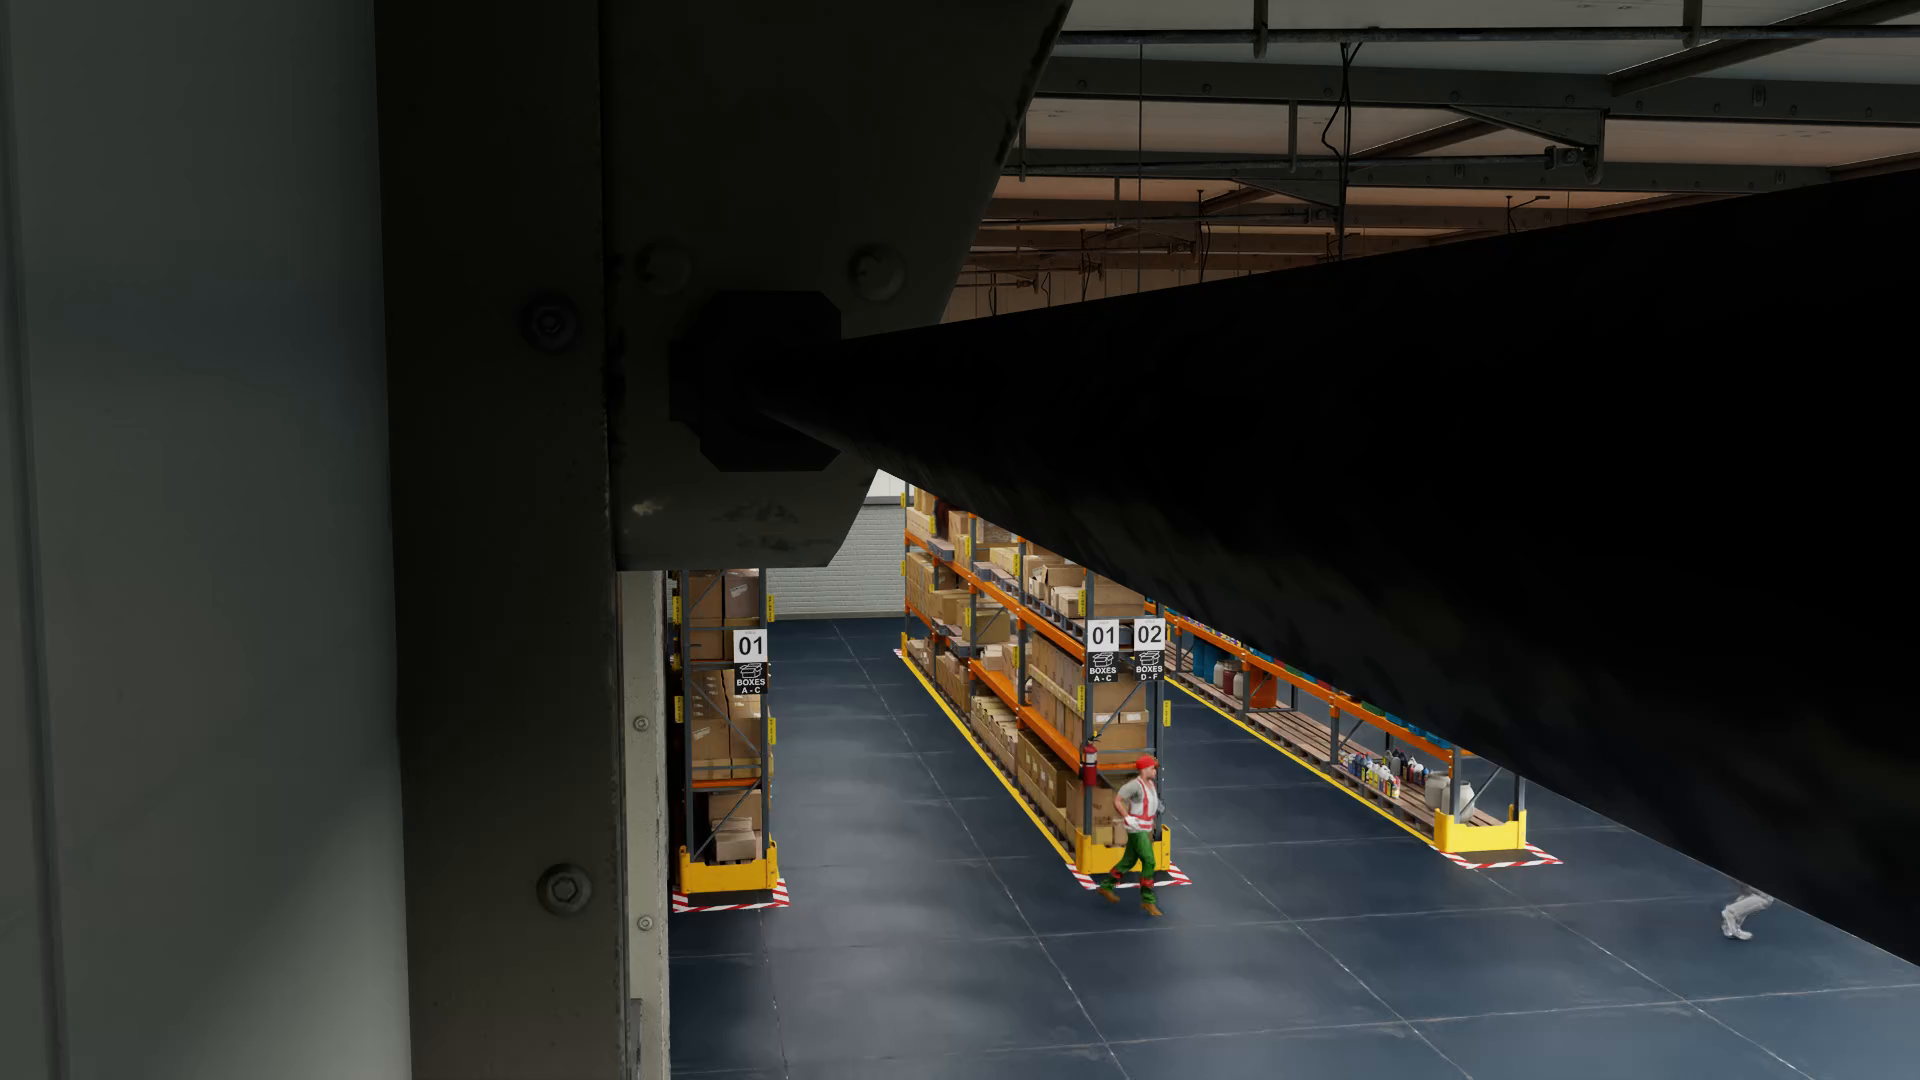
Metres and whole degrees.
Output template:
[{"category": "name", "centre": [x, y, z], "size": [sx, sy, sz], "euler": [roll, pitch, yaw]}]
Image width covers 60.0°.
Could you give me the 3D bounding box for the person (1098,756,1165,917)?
[{"category": "person", "centre": [2.071, 3.431, 19.577], "size": [0.836, 1.806, 0.696], "euler": [2, 6, 23]}]

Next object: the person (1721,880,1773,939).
[{"category": "person", "centre": [8.721, 3.561, 18.365], "size": [0.542, 1.743, 0.703], "euler": [2, 6, 22]}]

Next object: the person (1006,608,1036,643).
[{"category": "person", "centre": [1.207, 1.661, 36.407], "size": [0.757, 1.687, 0.908], "euler": [-4, 7, -33]}]
